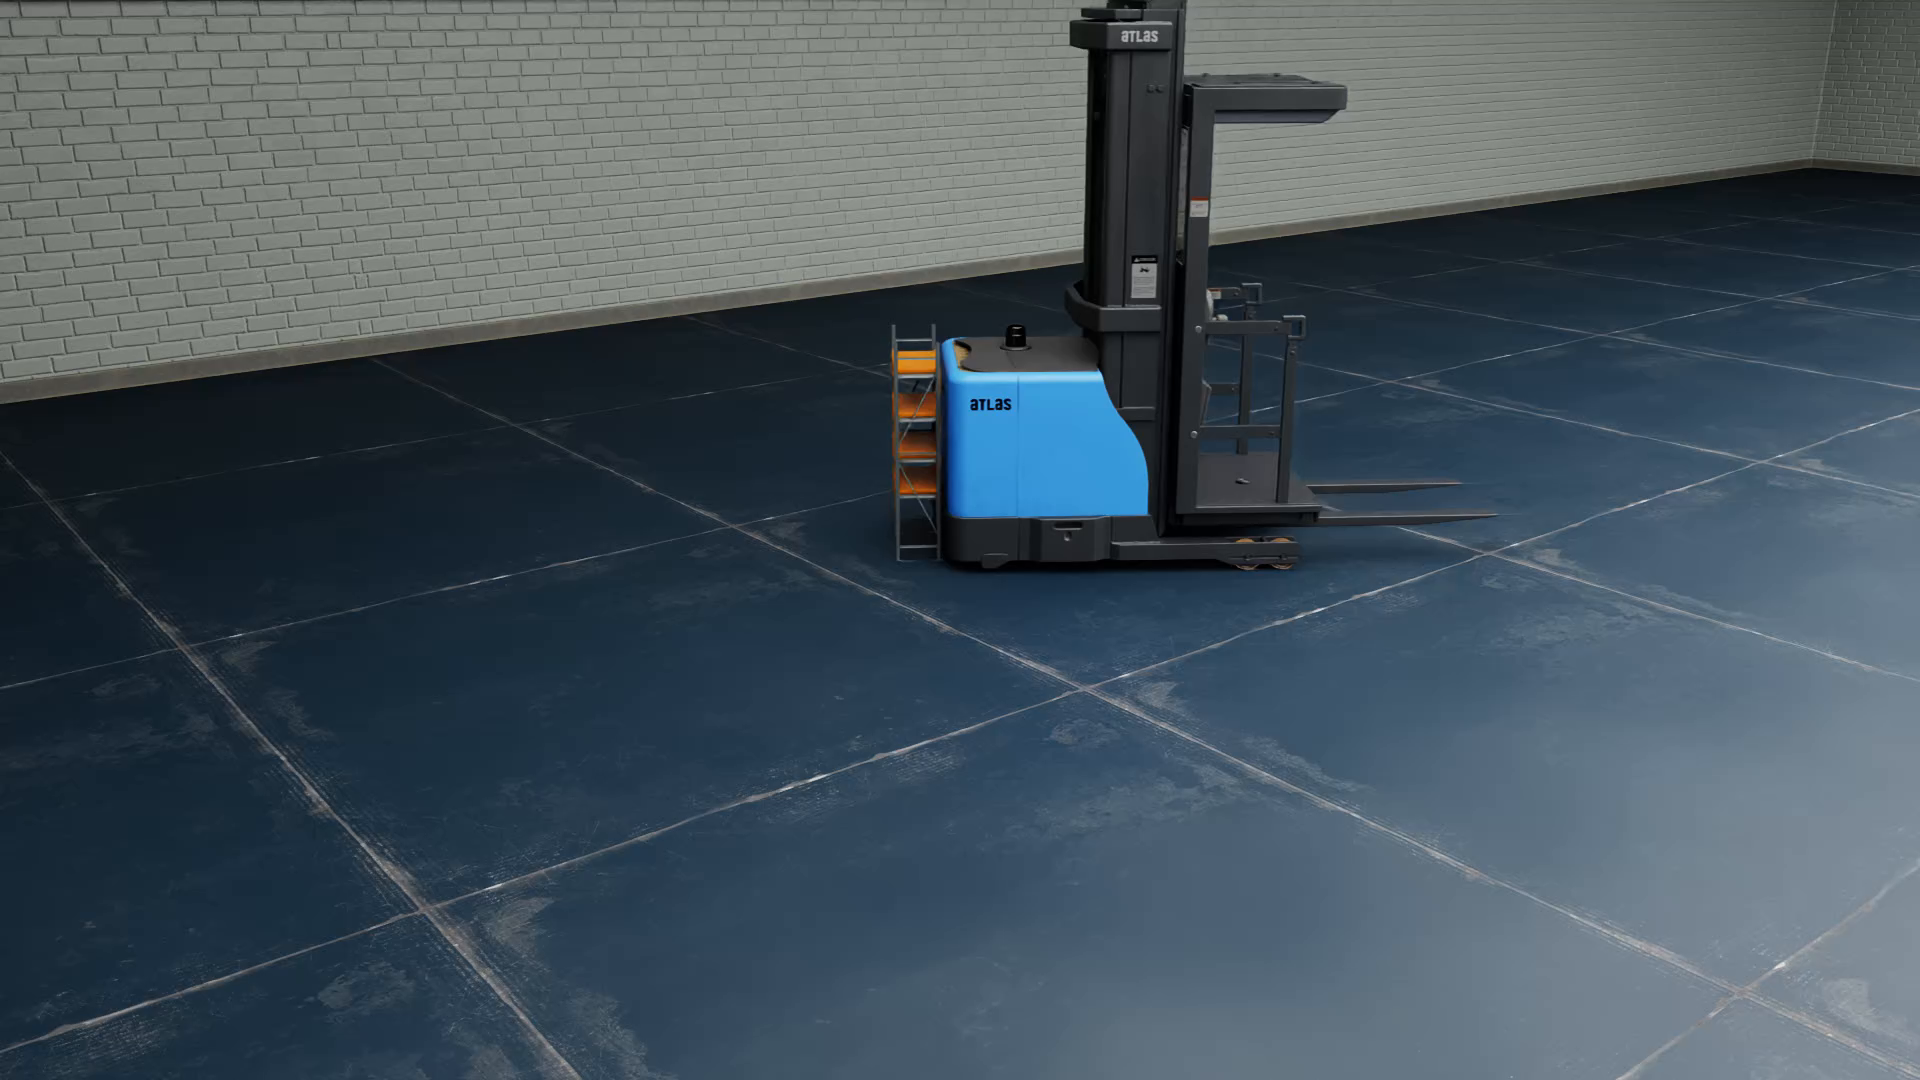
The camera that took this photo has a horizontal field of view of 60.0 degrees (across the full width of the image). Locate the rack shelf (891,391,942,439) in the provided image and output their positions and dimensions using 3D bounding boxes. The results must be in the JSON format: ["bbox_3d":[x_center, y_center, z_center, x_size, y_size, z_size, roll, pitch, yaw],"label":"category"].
[{"bbox_3d":[-0.239,-0.680,9.009,0.258,0.148,0.480,-1,18,-3],"label":"rack shelf"}]

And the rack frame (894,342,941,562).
[{"bbox_3d":[-0.224,-0.455,8.827,0.240,1.200,0.015,-1,18,-3],"label":"rack frame"}]

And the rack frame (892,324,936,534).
[{"bbox_3d":[-0.255,-0.608,9.290,0.240,1.200,0.015,-1,18,-3],"label":"rack frame"}]

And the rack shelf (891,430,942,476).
[{"bbox_3d":[-0.239,-0.467,9.080,0.258,0.148,0.480,-1,18,-3],"label":"rack shelf"}]

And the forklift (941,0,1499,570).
[{"bbox_3d":[1.414,-1.396,8.917,3.031,2.935,1.130,-1,18,-3],"label":"forklift"}]

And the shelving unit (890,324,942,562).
[{"bbox_3d":[-0.239,-0.531,9.058,0.258,1.200,0.503,-1,18,-3],"label":"shelving unit"}]

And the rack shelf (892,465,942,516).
[{"bbox_3d":[-0.239,-0.279,9.142,0.258,0.148,0.480,-1,18,-3],"label":"rack shelf"}]

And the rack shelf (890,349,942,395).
[{"bbox_3d":[-0.239,-0.904,8.935,0.258,0.148,0.480,-1,18,-3],"label":"rack shelf"}]
